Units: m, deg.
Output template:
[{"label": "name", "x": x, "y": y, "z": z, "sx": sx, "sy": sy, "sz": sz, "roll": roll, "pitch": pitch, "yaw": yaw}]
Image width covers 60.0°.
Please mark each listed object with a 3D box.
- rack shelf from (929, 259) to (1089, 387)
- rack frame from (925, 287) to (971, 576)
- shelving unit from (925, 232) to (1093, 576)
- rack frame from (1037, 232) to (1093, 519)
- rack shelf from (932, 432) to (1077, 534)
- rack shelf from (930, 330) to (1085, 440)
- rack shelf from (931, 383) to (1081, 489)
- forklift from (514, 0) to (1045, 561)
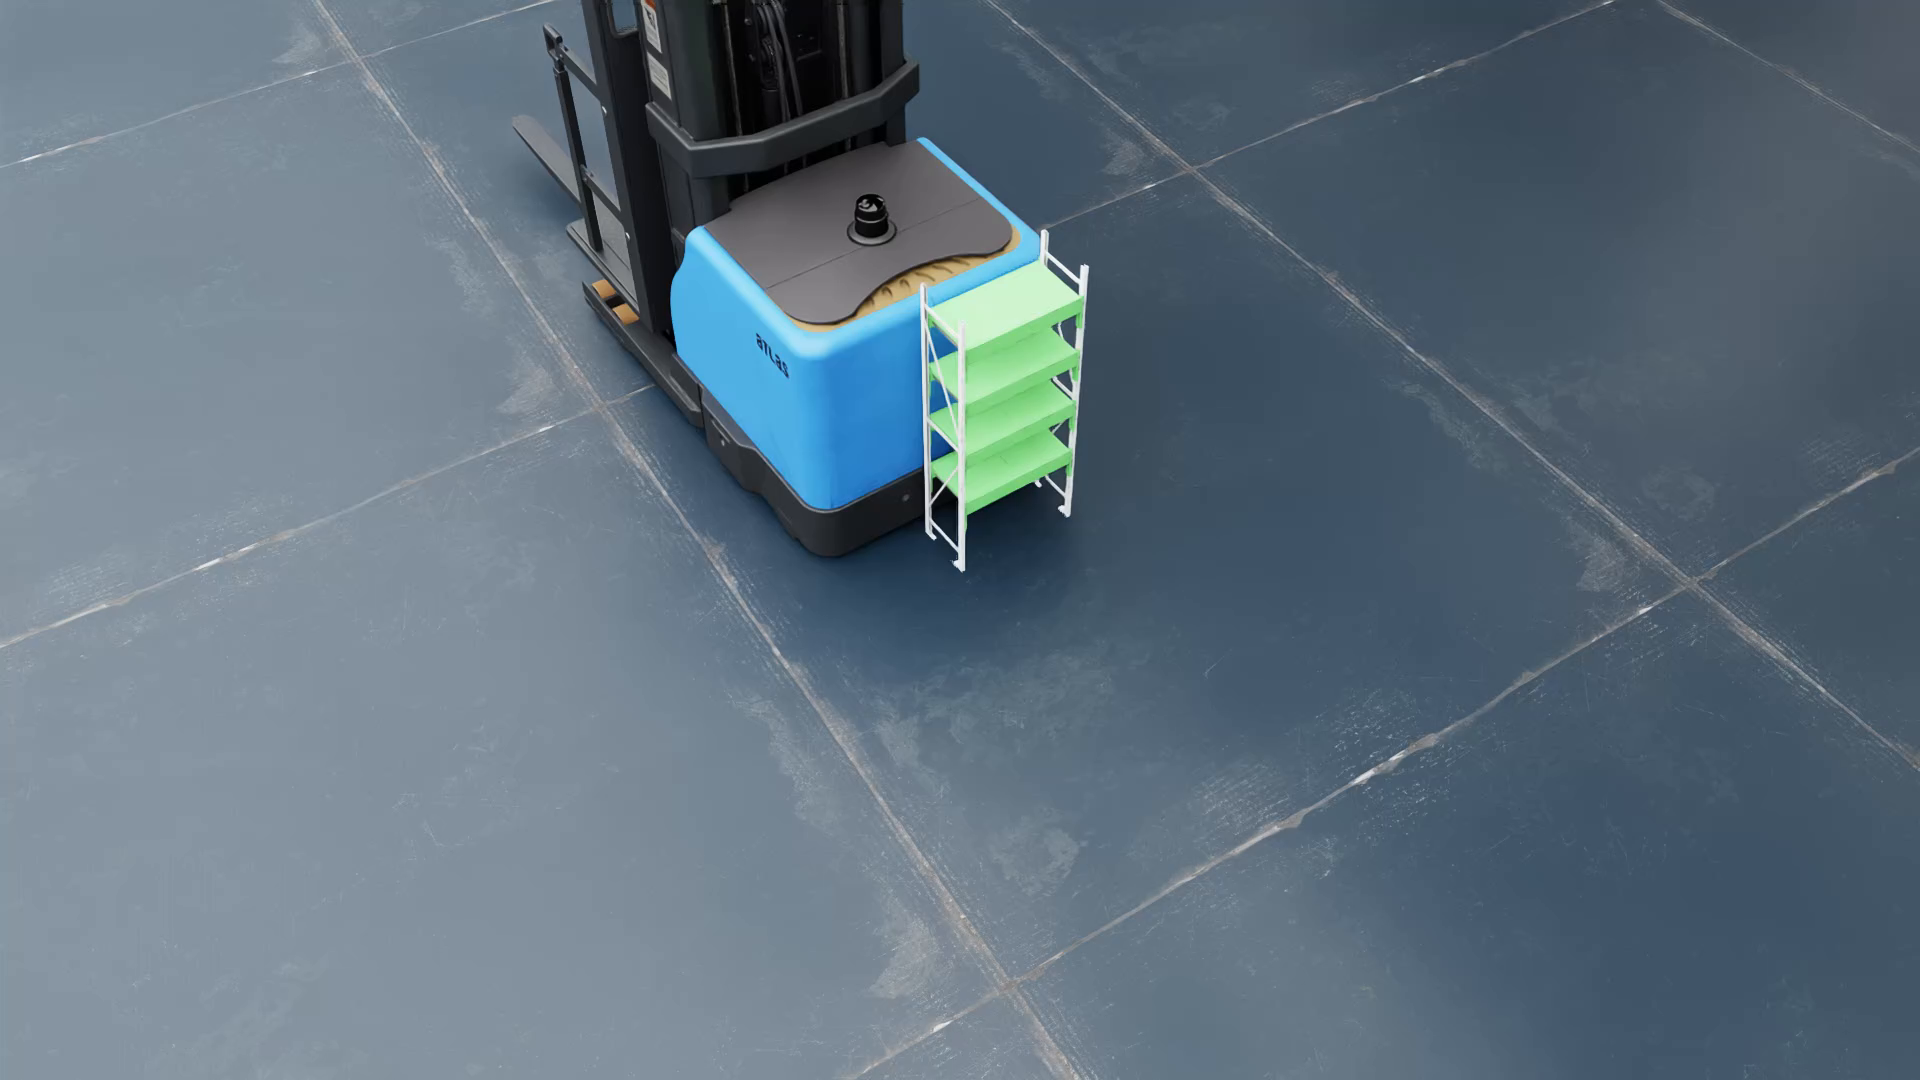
[{"label": "rack shelf", "x": 0.160, "y": -0.725, "z": 5.535, "sx": 0.480, "sy": 0.148, "sz": 0.258, "roll": -28, "pitch": 54, "yaw": -23}, {"label": "rack frame", "x": -0.040, "y": -0.343, "z": 5.752, "sx": 0.015, "sy": 1.200, "sz": 0.240, "roll": -28, "pitch": 54, "yaw": -23}, {"label": "shelving unit", "x": 0.160, "y": -0.448, "z": 5.846, "sx": 0.503, "sy": 1.200, "sz": 0.258, "roll": -28, "pitch": 54, "yaw": -23}, {"label": "rack frame", "x": 0.359, "y": -0.553, "z": 5.939, "sx": 0.015, "sy": 1.200, "sz": 0.240, "roll": -28, "pitch": 54, "yaw": -23}, {"label": "rack shelf", "x": 0.160, "y": -0.246, "z": 6.073, "sx": 0.480, "sy": 0.148, "sz": 0.258, "roll": -28, "pitch": 54, "yaw": -23}, {"label": "rack shelf", "x": 0.160, "y": -0.565, "z": 5.714, "sx": 0.480, "sy": 0.148, "sz": 0.258, "roll": -28, "pitch": 54, "yaw": -23}, {"label": "rack shelf", "x": 0.160, "y": -0.406, "z": 5.894, "sx": 0.480, "sy": 0.148, "sz": 0.258, "roll": -28, "pitch": 54, "yaw": -23}, {"label": "forklift", "x": -0.923, "y": -1.971, "z": 6.043, "sx": 1.130, "sy": 2.935, "sz": 3.031, "roll": -27, "pitch": 54, "yaw": -22}]
